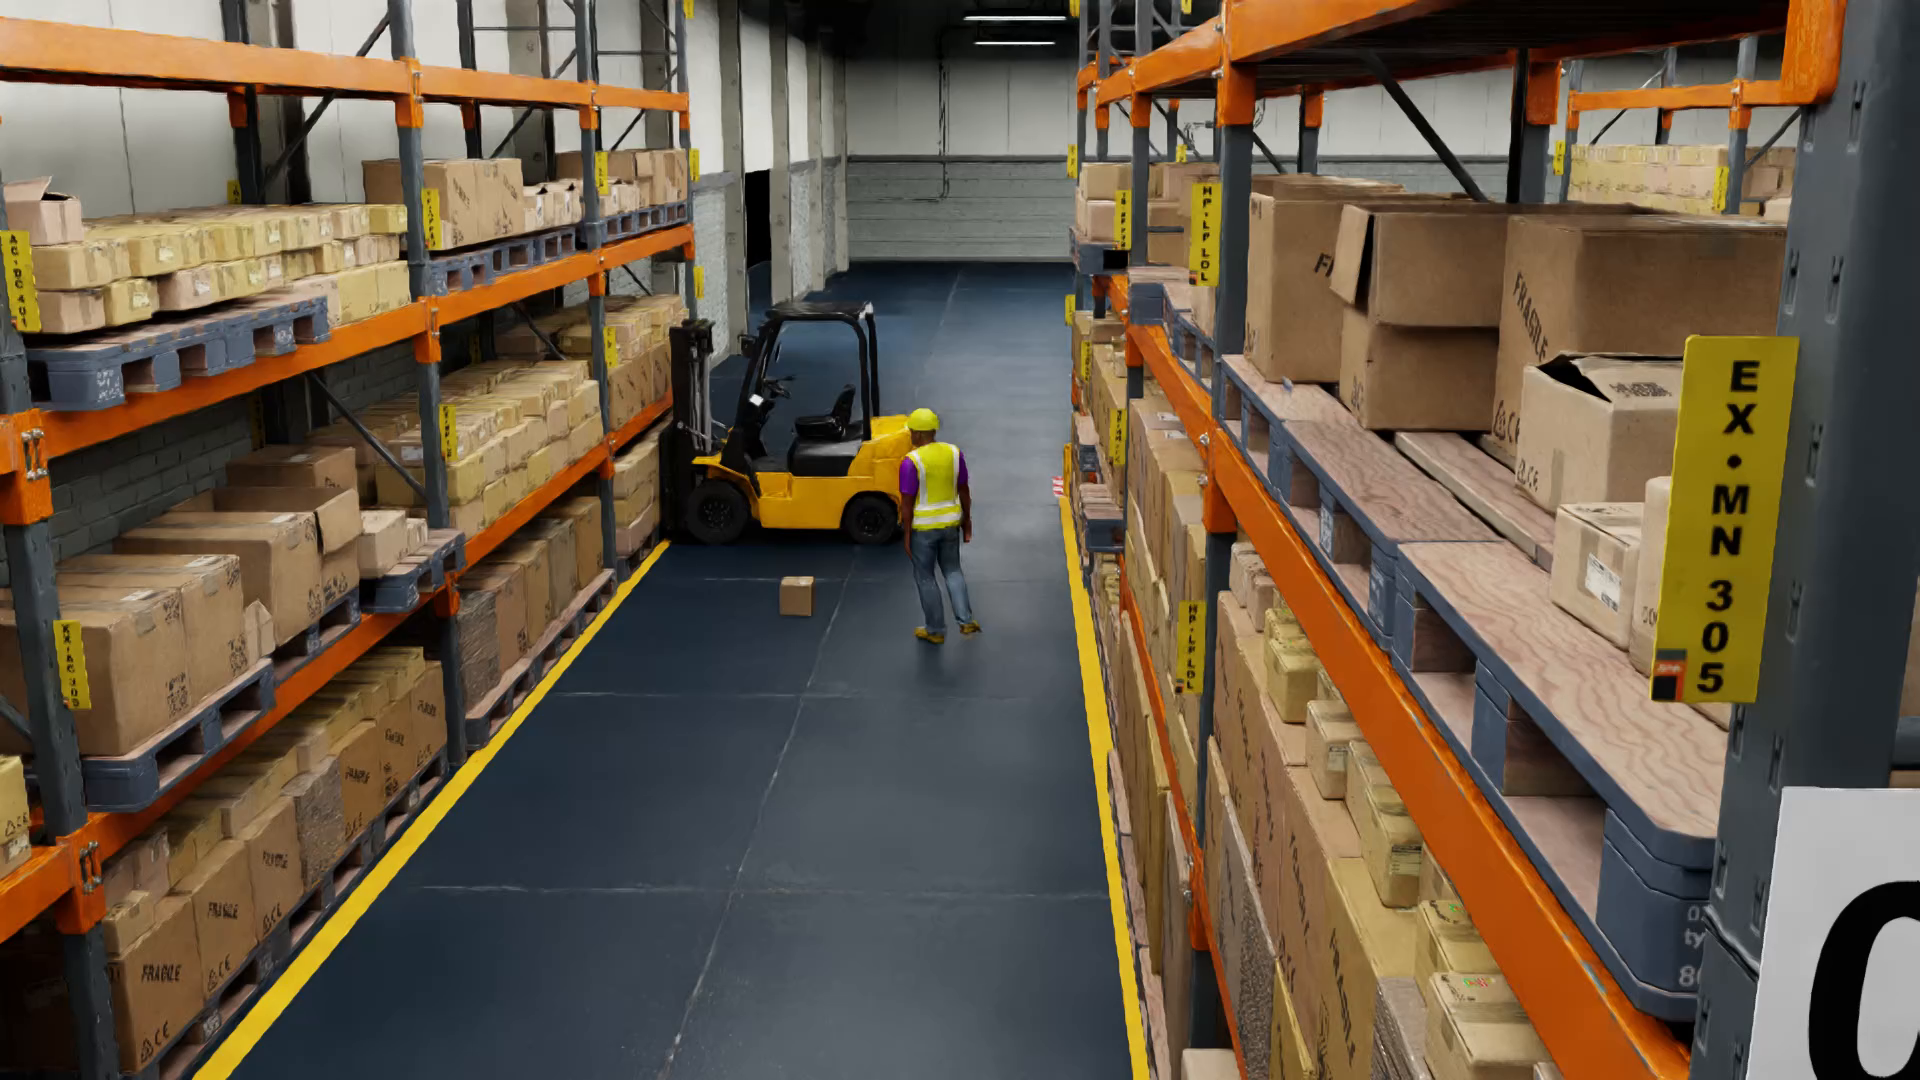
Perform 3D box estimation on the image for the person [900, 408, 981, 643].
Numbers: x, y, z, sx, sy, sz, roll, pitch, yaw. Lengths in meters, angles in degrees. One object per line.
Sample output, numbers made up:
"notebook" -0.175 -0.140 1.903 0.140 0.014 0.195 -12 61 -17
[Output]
"person" -0.159 -0.091 12.333 0.614 1.754 0.568 -8 16 -30
